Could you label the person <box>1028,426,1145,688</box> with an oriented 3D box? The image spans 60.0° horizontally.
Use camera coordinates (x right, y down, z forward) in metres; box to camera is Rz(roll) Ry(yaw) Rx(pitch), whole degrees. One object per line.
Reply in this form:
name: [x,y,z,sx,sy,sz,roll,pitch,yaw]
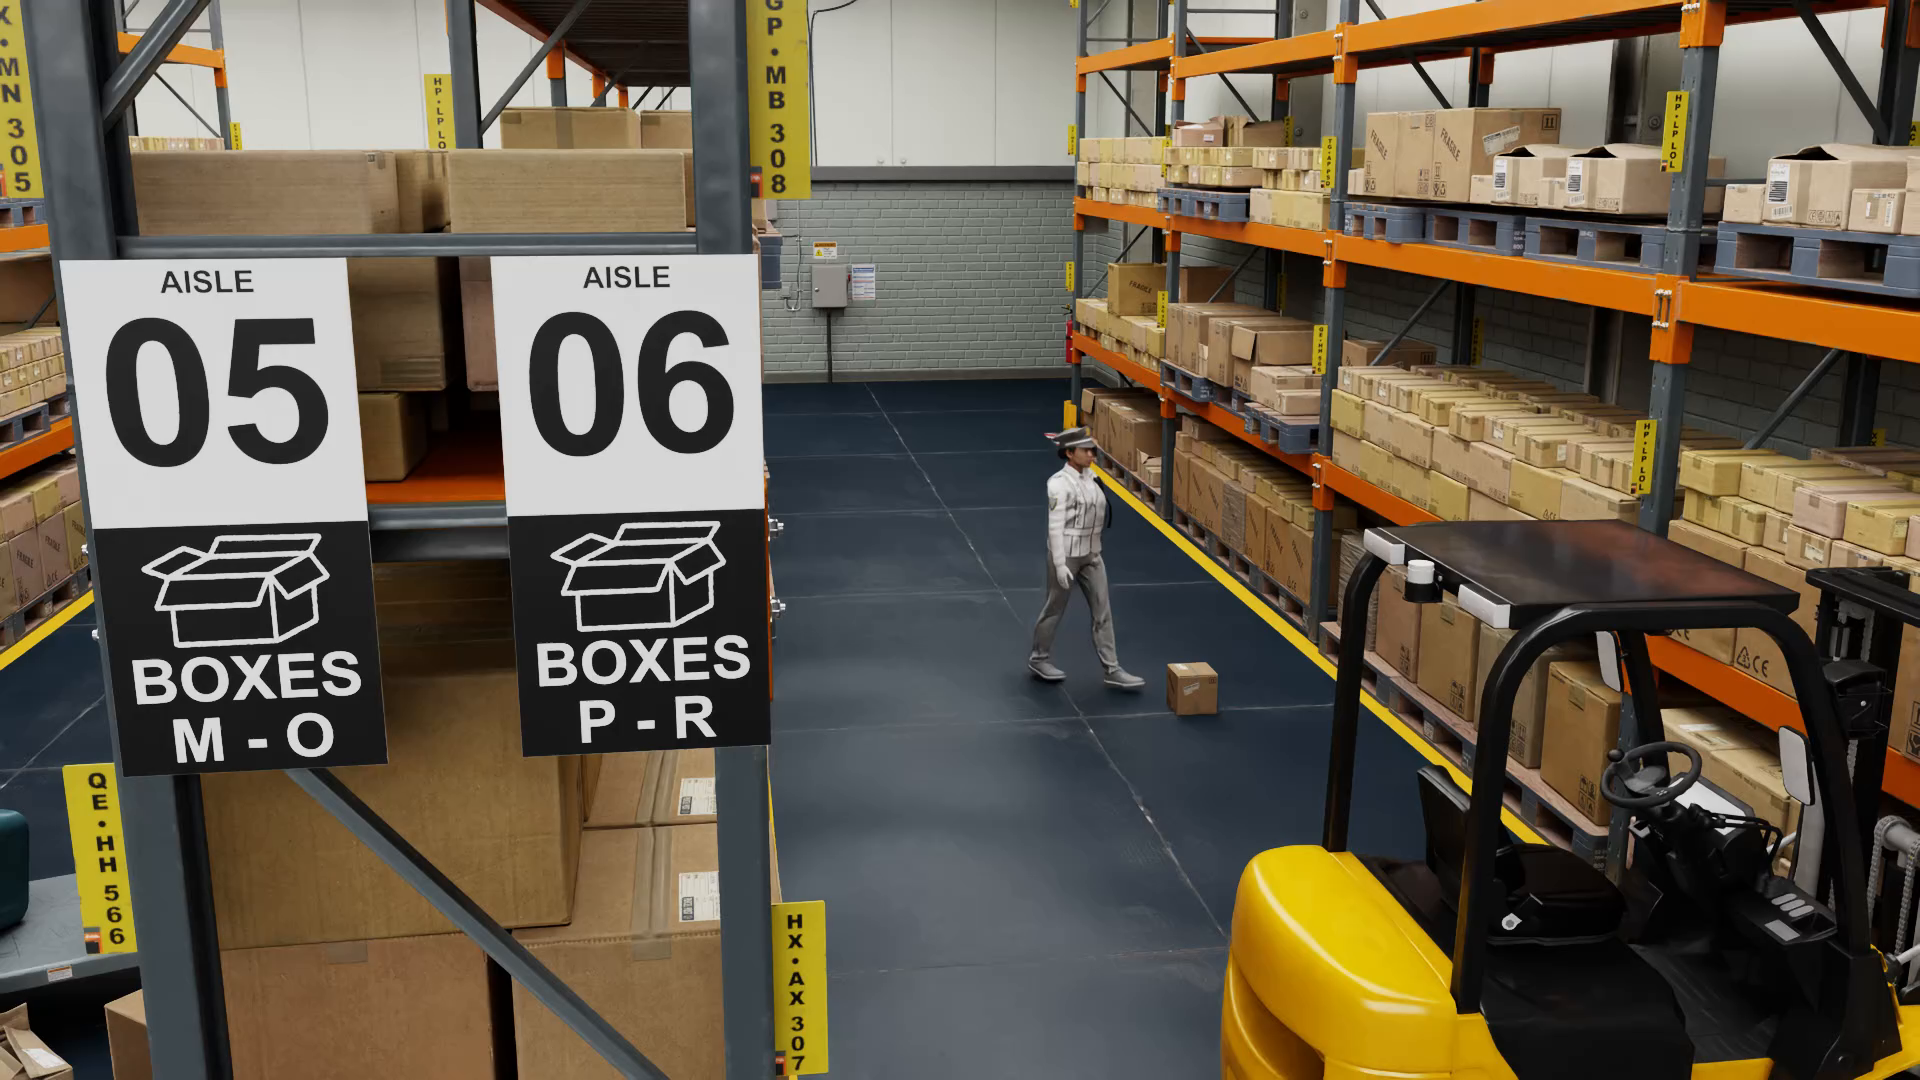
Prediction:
person: [0.775,0.110,10.436,0.800,1.666,0.490,12,18,42]
